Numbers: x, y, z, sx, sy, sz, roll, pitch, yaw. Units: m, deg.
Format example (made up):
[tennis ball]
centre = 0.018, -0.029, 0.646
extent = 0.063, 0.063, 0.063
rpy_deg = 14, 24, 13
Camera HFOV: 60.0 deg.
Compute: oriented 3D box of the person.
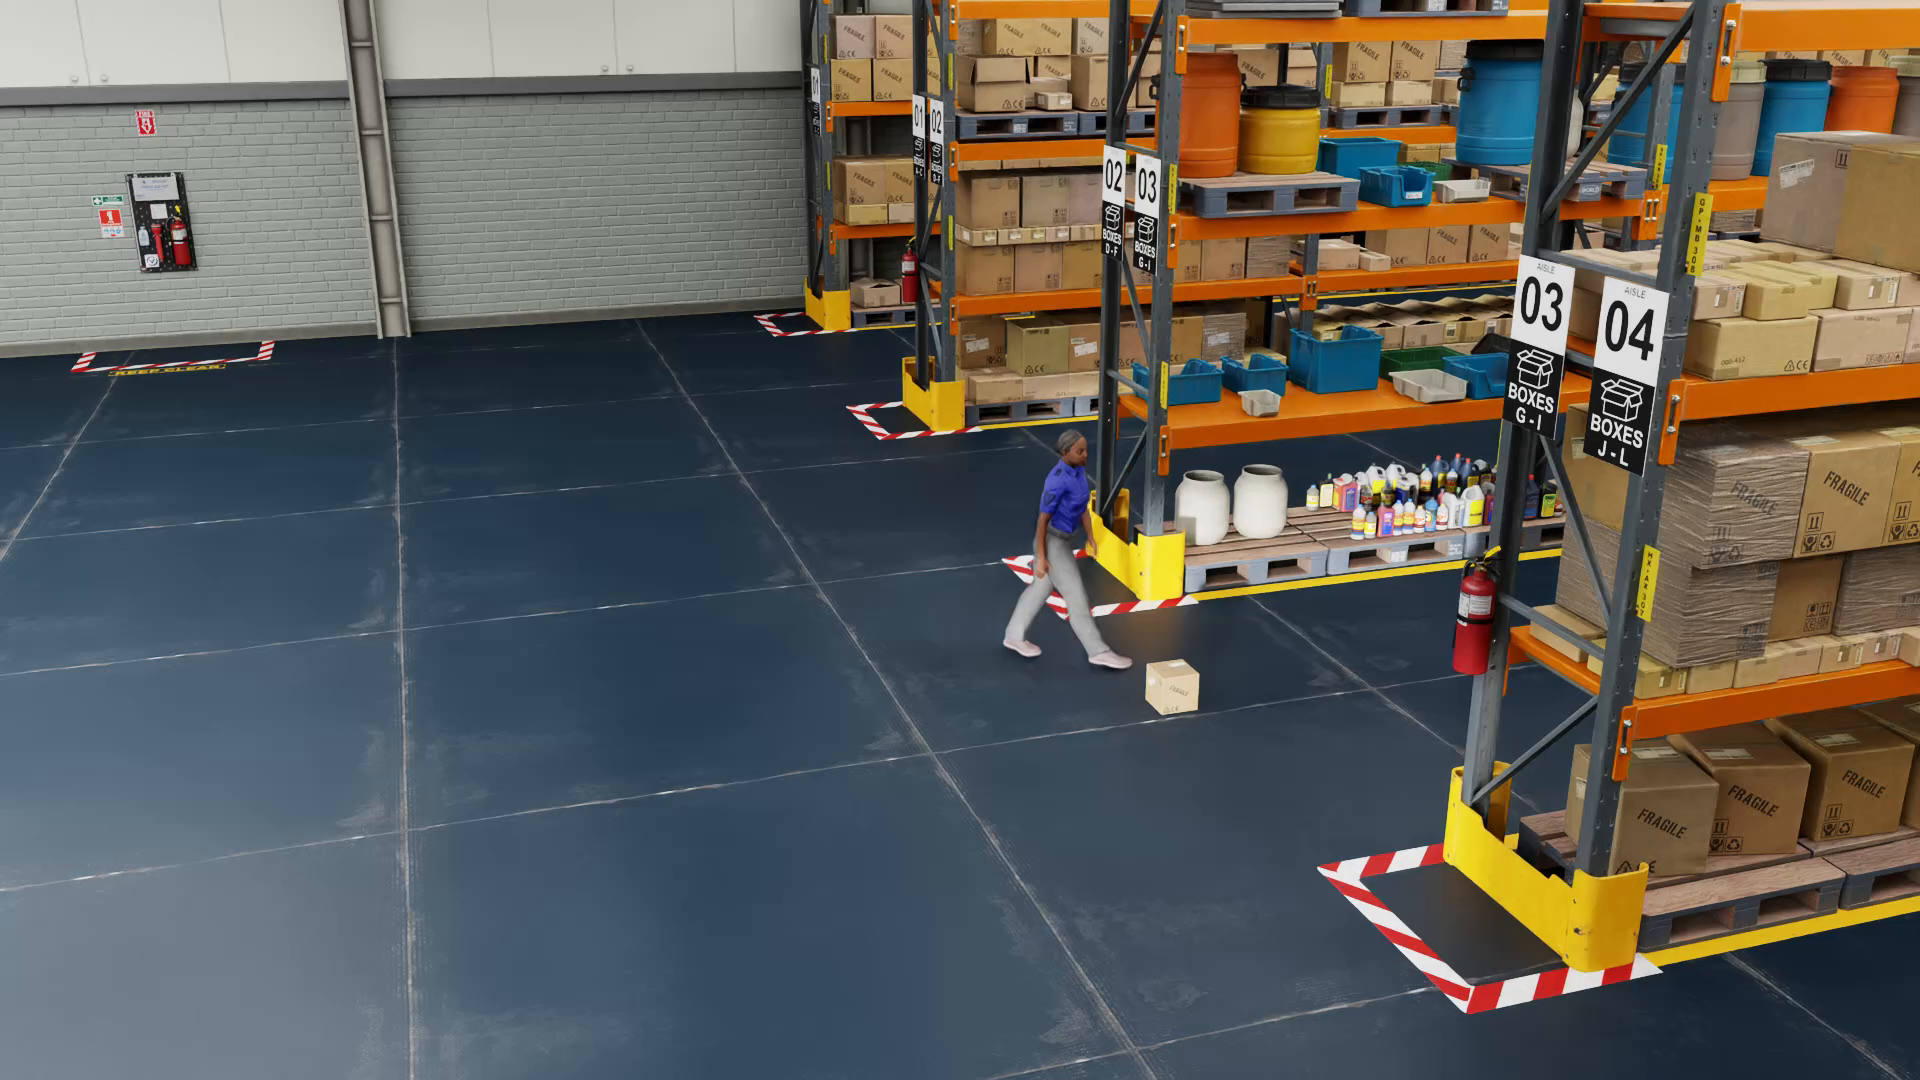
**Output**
[person]
centre = 0.746, 0.059, 10.915
extent = 0.958, 1.586, 0.431
rpy_deg = 4, 20, 13
